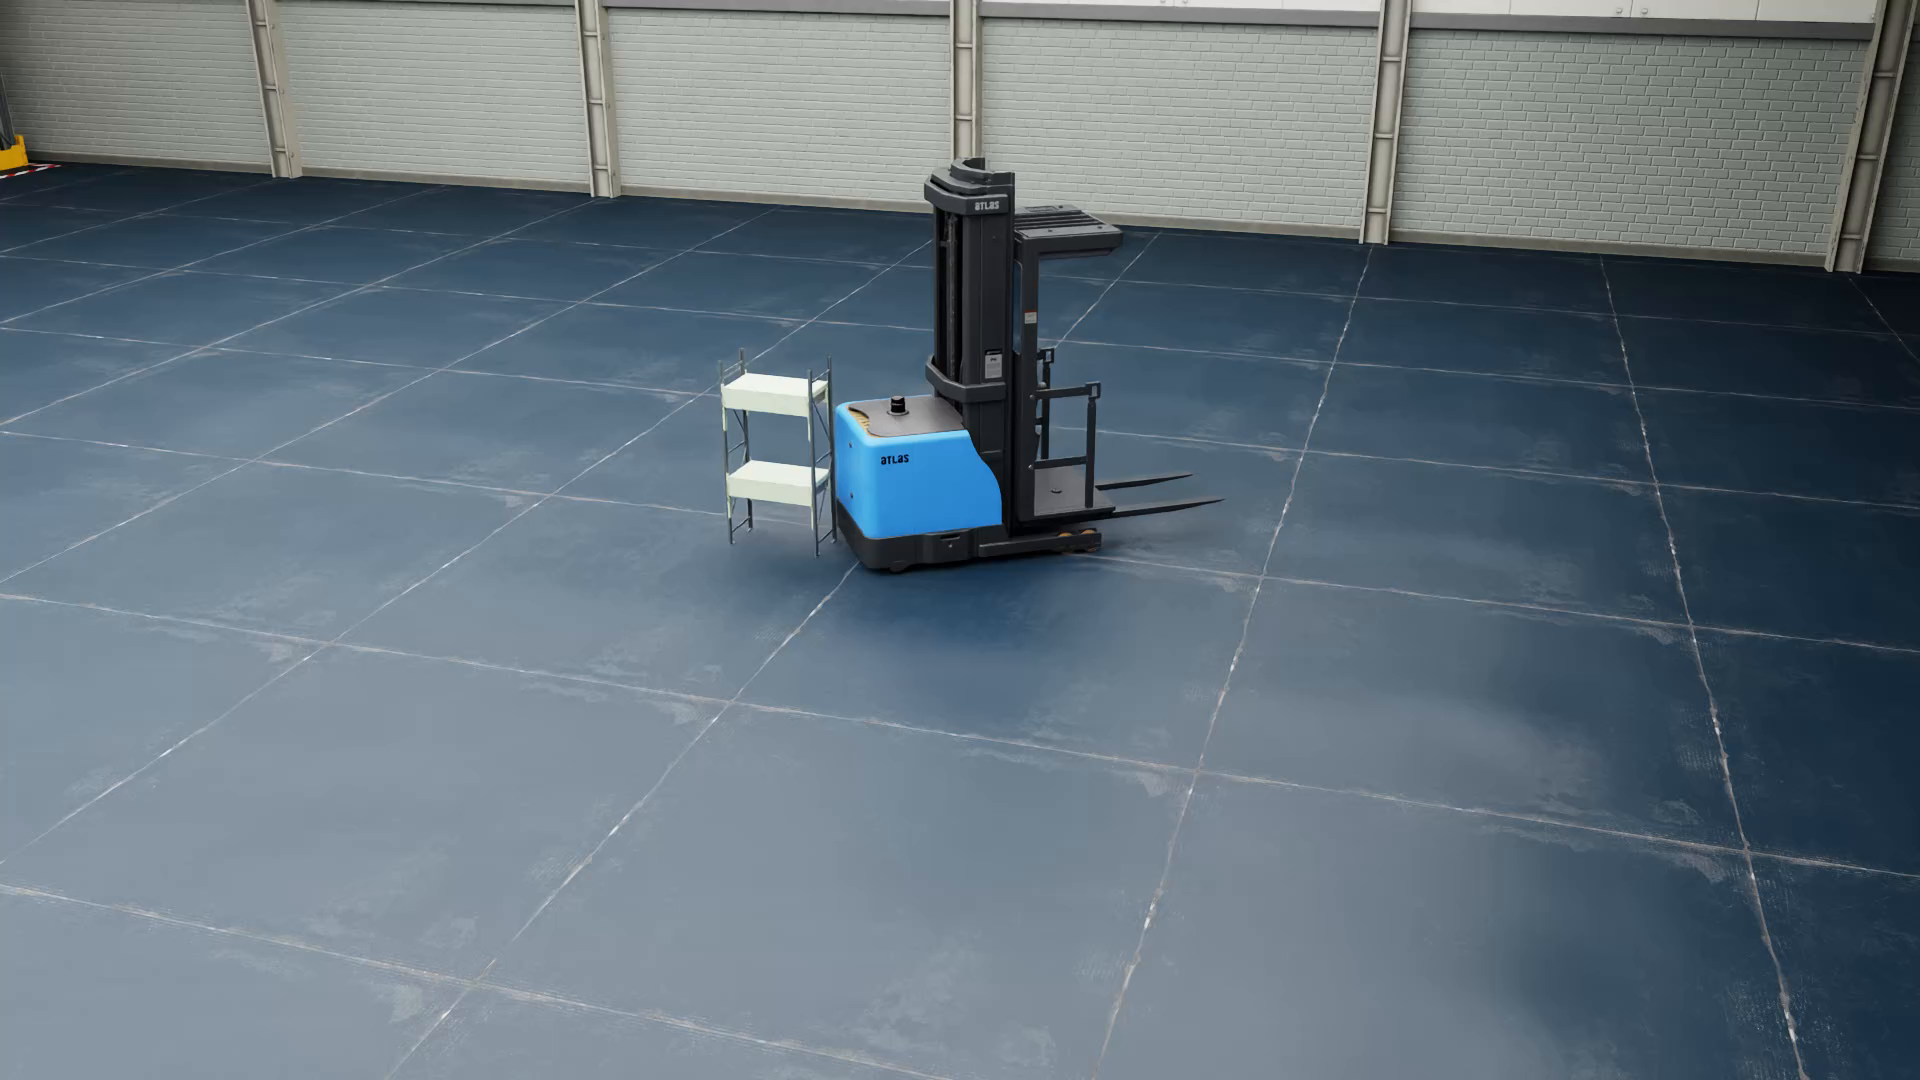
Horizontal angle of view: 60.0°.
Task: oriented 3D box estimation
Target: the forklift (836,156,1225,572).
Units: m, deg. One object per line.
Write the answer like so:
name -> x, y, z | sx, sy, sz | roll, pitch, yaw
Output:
forklift -> 0.594, -1.427, 12.793 | 3.031, 2.935, 1.130 | -7, 23, -16

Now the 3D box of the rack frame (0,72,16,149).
rack frame -> -16.740, -7.814, 28.273 | 0.127, 3.000, 1.000 | 7, 23, 16

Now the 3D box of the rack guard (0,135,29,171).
rack guard -> -16.717, -6.655, 28.741 | 0.348, 0.500, 1.175 | 7, 23, 16

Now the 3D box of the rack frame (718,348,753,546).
rack frame -> -1.742, -0.717, 12.946 | 0.023, 1.500, 0.400 | 7, 24, 18

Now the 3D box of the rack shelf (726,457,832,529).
rack shelf -> -1.396, -0.370, 12.959 | 0.720, 0.370, 0.431 | 7, 24, 18

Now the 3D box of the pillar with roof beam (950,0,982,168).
pillar with roof beam -> -1.157, -7.456, 19.495 | 0.400, 9.000, 9.100 | 7, 23, 16

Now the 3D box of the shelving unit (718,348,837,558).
shelving unit -> -1.396, -0.671, 12.835 | 0.755, 1.500, 0.431 | 7, 24, 18

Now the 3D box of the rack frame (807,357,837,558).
rack frame -> -1.051, -0.626, 12.724 | 0.023, 1.500, 0.400 | 7, 24, 18

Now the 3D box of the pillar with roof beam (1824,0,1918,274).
pillar with roof beam -> 10.331, -6.141, 16.288 | 0.400, 9.000, 9.100 | 7, 23, 16

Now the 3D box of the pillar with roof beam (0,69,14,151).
pillar with roof beam -> -18.390, -9.429, 24.305 | 0.400, 9.000, 9.100 | 7, 23, 16

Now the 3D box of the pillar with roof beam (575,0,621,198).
pillar with roof beam -> -6.902, -8.114, 21.098 | 0.400, 9.000, 9.100 | 7, 23, 16

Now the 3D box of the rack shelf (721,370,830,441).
rack shelf -> -1.397, -1.032, 12.686 | 0.720, 0.370, 0.431 | 7, 24, 18

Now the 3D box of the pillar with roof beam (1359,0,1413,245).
pillar with roof beam -> 4.587, -6.799, 17.892 | 0.400, 9.000, 9.100 | 7, 23, 16

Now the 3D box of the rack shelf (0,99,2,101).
rack shelf -> -18.655, -7.701, 28.944 | 4.000, 0.370, 1.077 | 7, 23, 16

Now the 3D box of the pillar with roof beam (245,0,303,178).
pillar with roof beam -> -12.646, -8.772, 22.702 | 0.400, 9.000, 9.100 | 7, 23, 16
